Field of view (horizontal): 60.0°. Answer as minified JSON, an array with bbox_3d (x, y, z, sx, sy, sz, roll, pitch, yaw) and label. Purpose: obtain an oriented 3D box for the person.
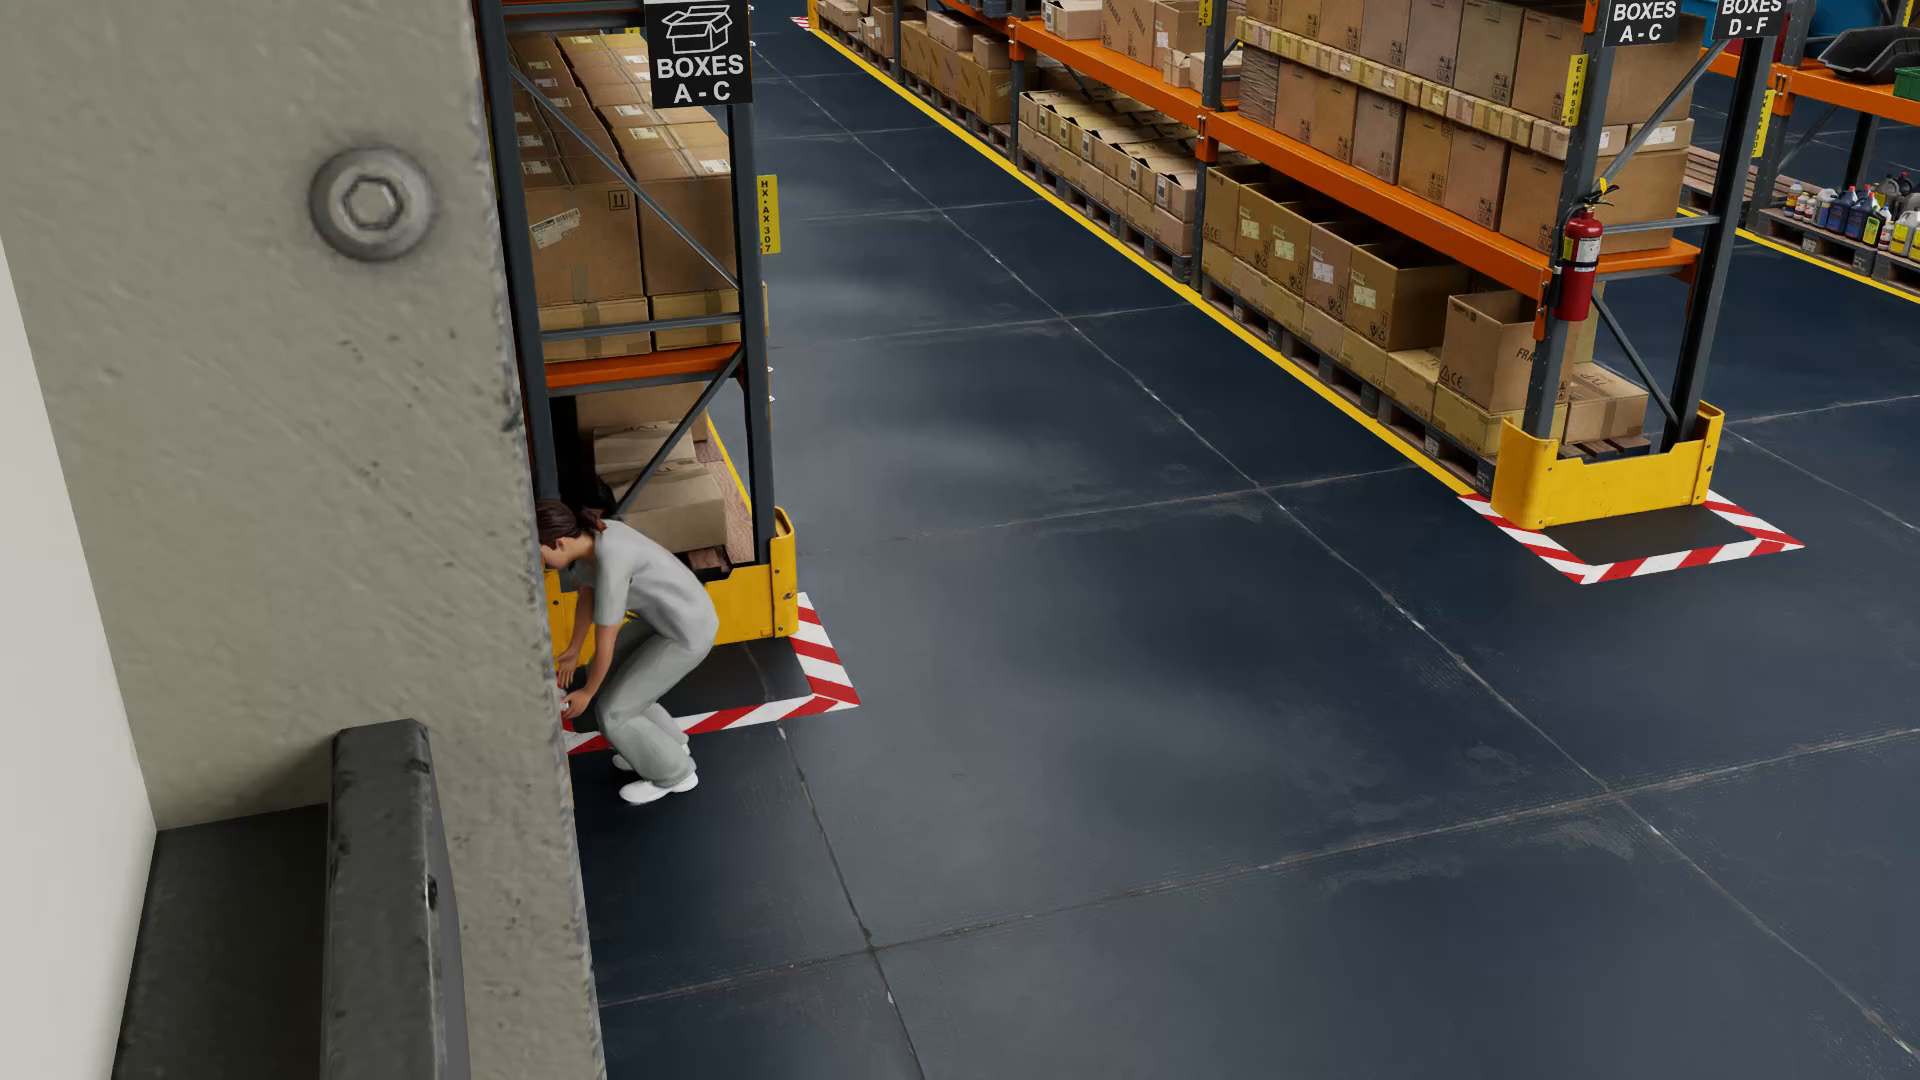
[{"bbox_3d":[-1.254,0.395,6.277,0.697,1.275,0.492,-8,28,-16],"label":"person"}]
